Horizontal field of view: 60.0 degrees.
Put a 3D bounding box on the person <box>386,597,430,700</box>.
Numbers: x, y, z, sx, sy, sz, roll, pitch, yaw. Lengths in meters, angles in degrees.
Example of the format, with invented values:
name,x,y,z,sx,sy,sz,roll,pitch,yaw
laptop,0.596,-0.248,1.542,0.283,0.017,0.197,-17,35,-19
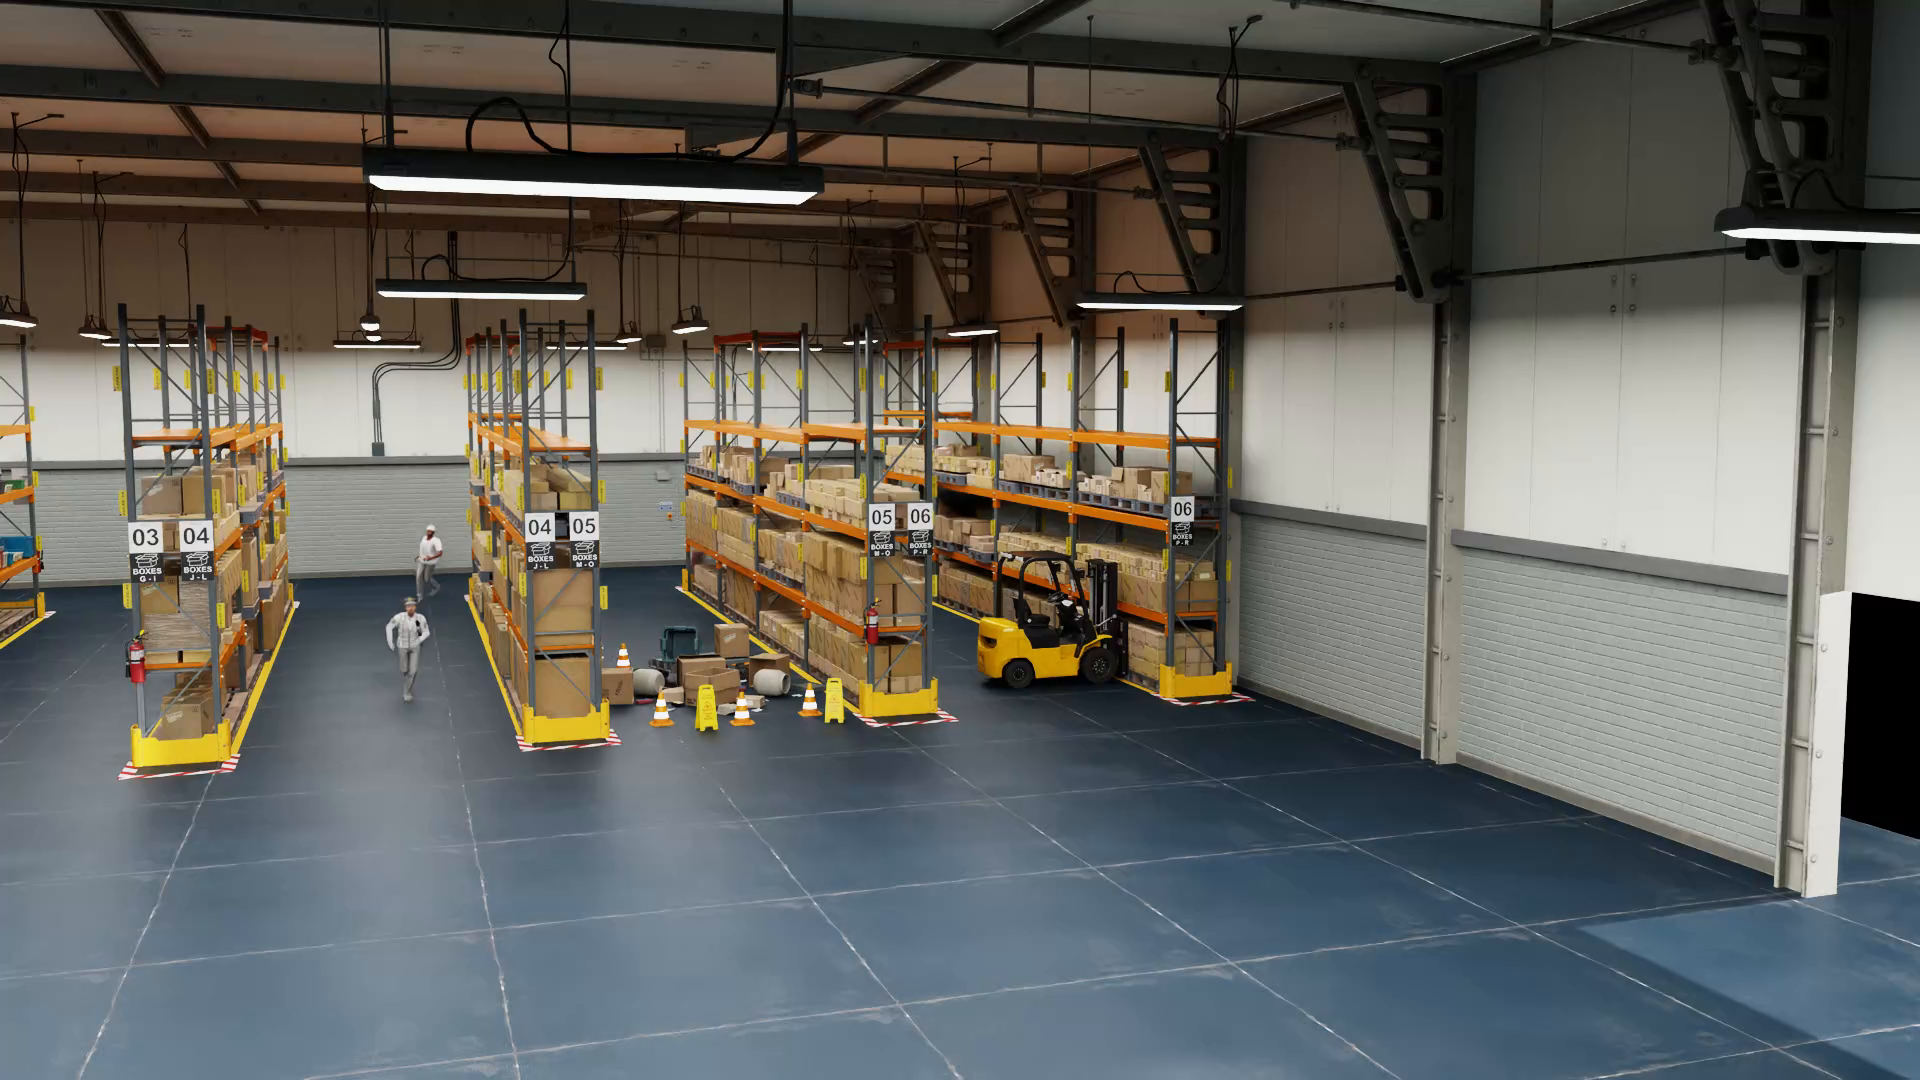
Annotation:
name,x,y,z,sx,sy,sz,roll,pitch,yaw
person,-8.720,1.711,26.301,0.653,1.649,0.638,-2,6,-19

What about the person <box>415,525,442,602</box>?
name,x,y,z,sx,sy,sz,roll,pitch,yaw
person,-12.165,0.523,38.159,0.733,1.755,0.813,2,6,21

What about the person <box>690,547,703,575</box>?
name,x,y,z,sx,sy,sz,roll,pitch,yaw
person,-6.467,0.278,41.315,0.670,1.617,0.655,-1,5,-8
